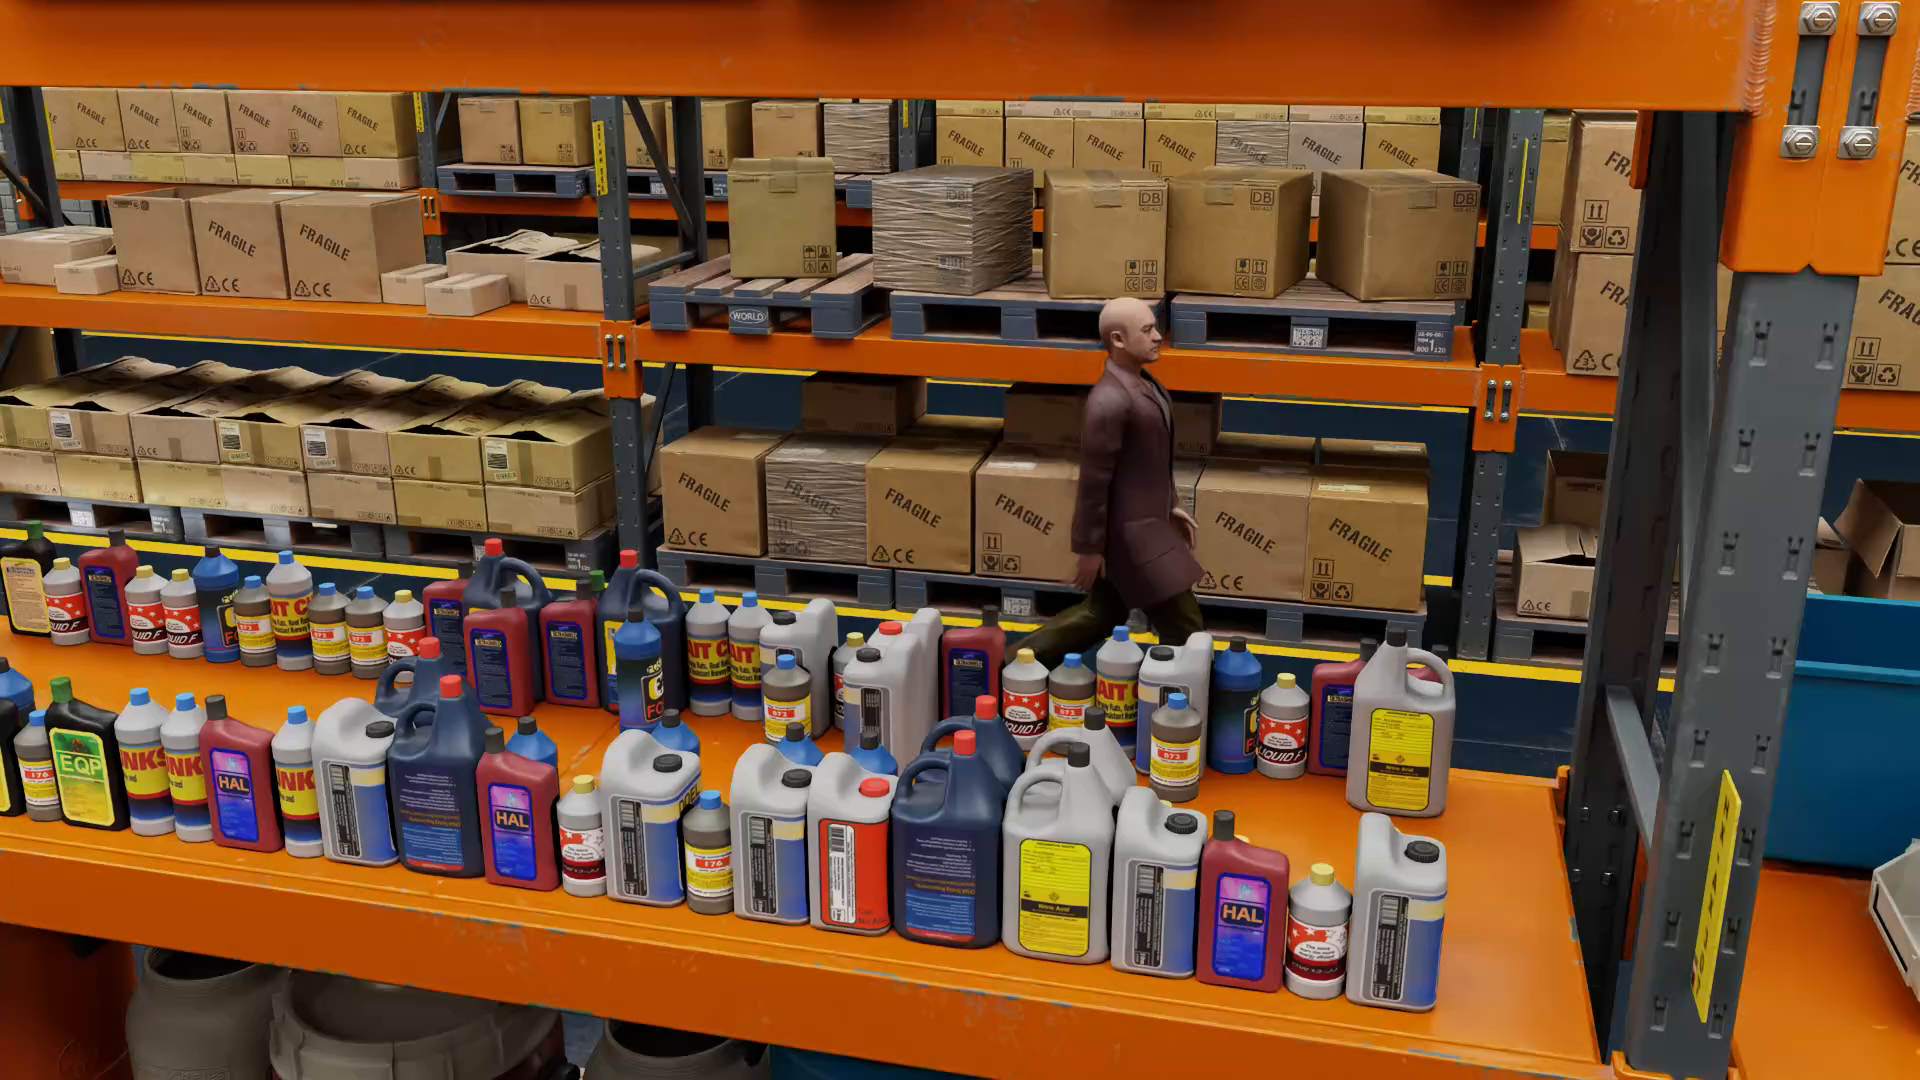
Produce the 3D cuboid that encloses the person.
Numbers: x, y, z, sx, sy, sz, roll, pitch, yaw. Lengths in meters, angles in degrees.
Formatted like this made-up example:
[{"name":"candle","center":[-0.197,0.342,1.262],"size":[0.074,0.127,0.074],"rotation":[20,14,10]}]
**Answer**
[{"name":"person","center":[0.611,-0.044,6.201],"size":[1.095,1.733,0.565],"rotation":[3,18,10]}]
